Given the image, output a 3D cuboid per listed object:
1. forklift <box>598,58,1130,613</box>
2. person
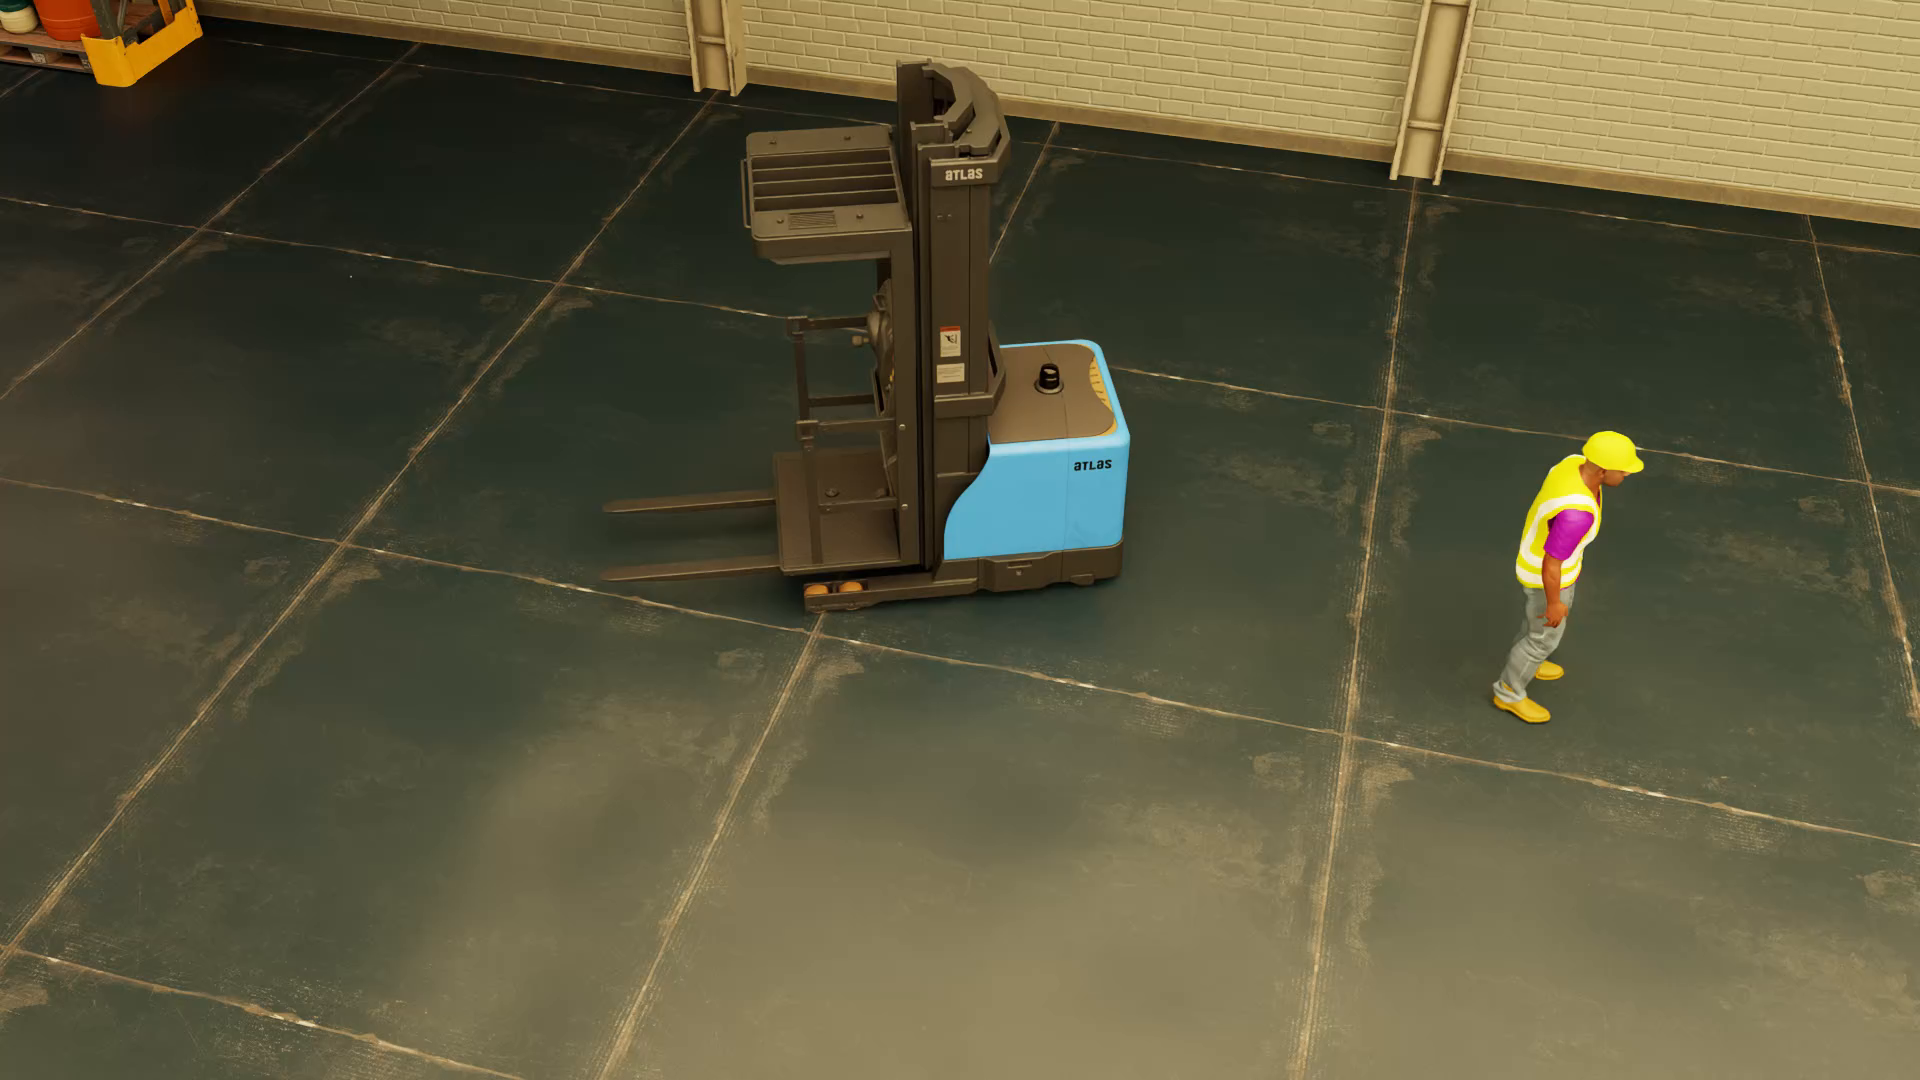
[{"bbox_3d":[-0.604,-1.052,9.062,3.031,2.935,1.130,-5,41,-5],"label":"forklift"},{"bbox_3d":[3.091,0.153,8.579,0.451,1.759,0.630,15,43,16],"label":"person"}]
